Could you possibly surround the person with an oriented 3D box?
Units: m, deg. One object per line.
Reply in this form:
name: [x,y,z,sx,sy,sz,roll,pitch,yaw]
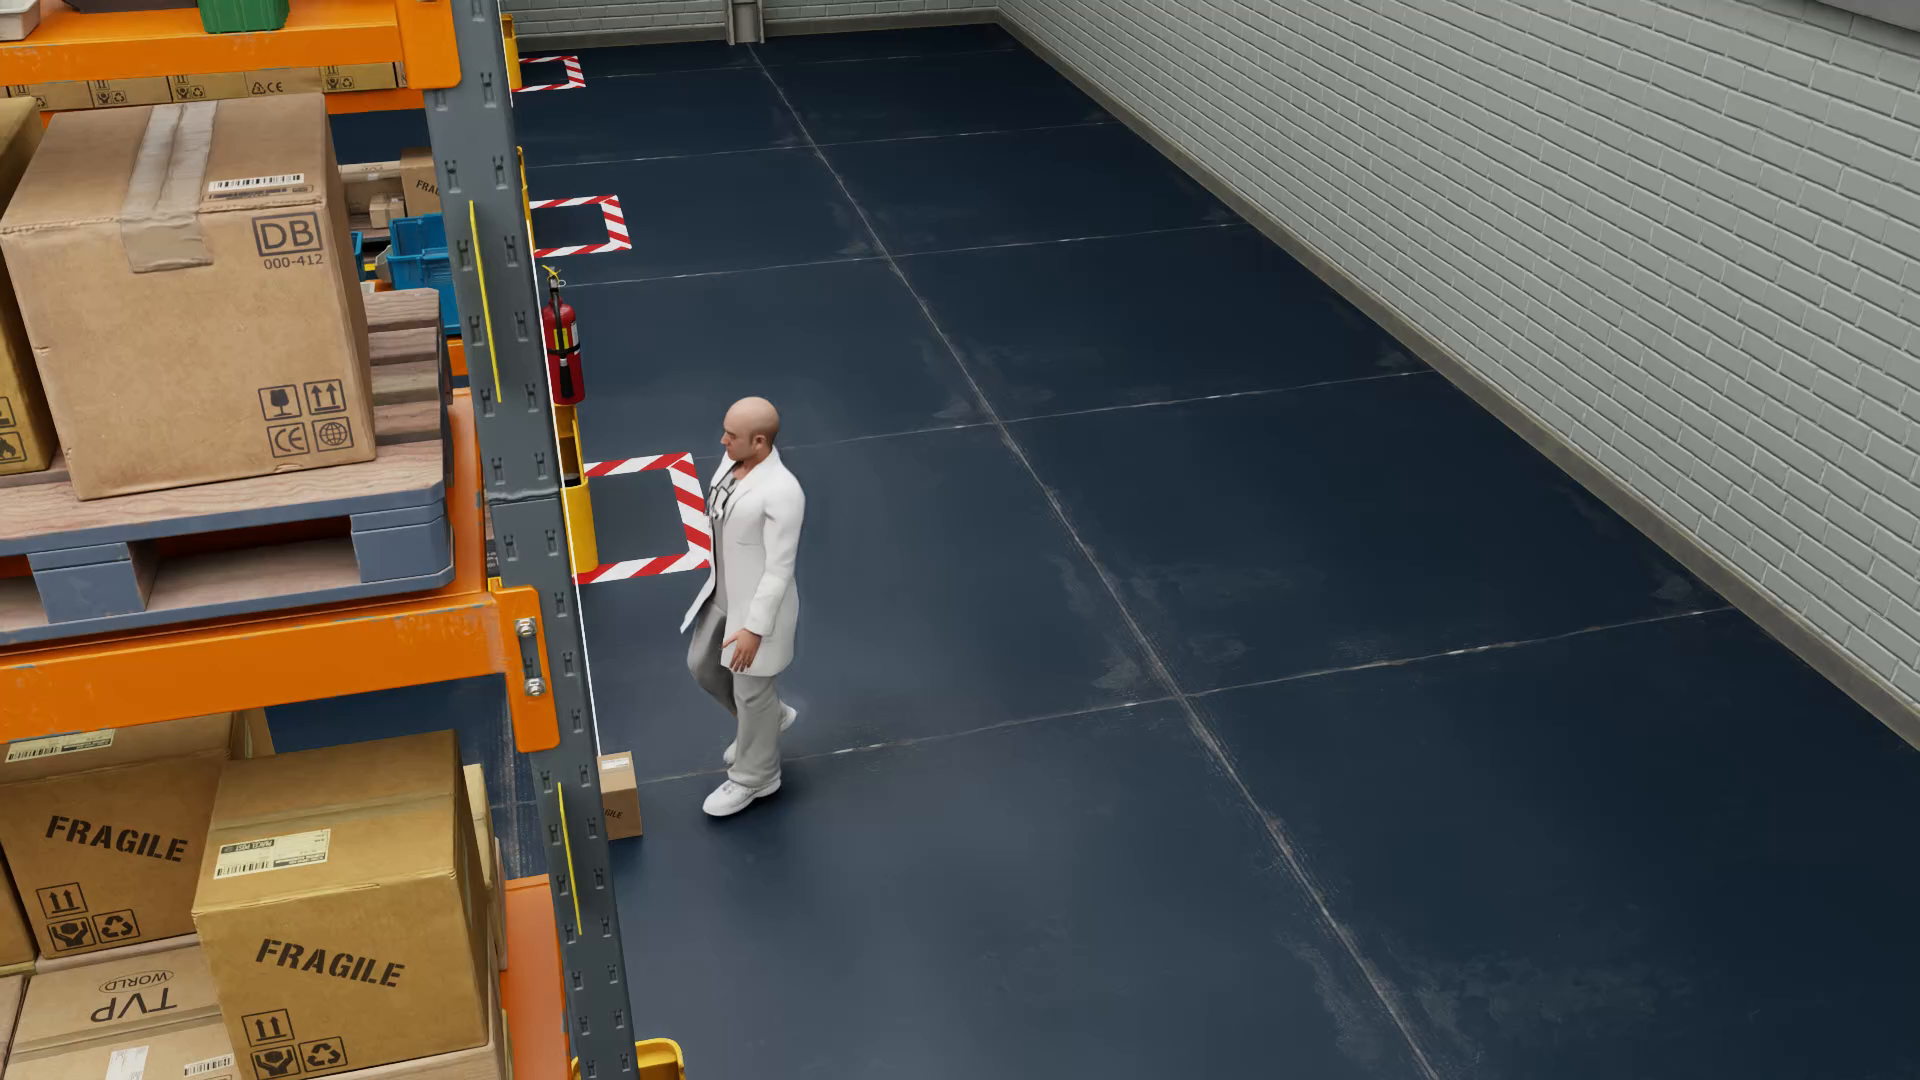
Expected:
person: [-0.879,0.267,6.649,0.563,1.786,0.618,-18,35,-29]
